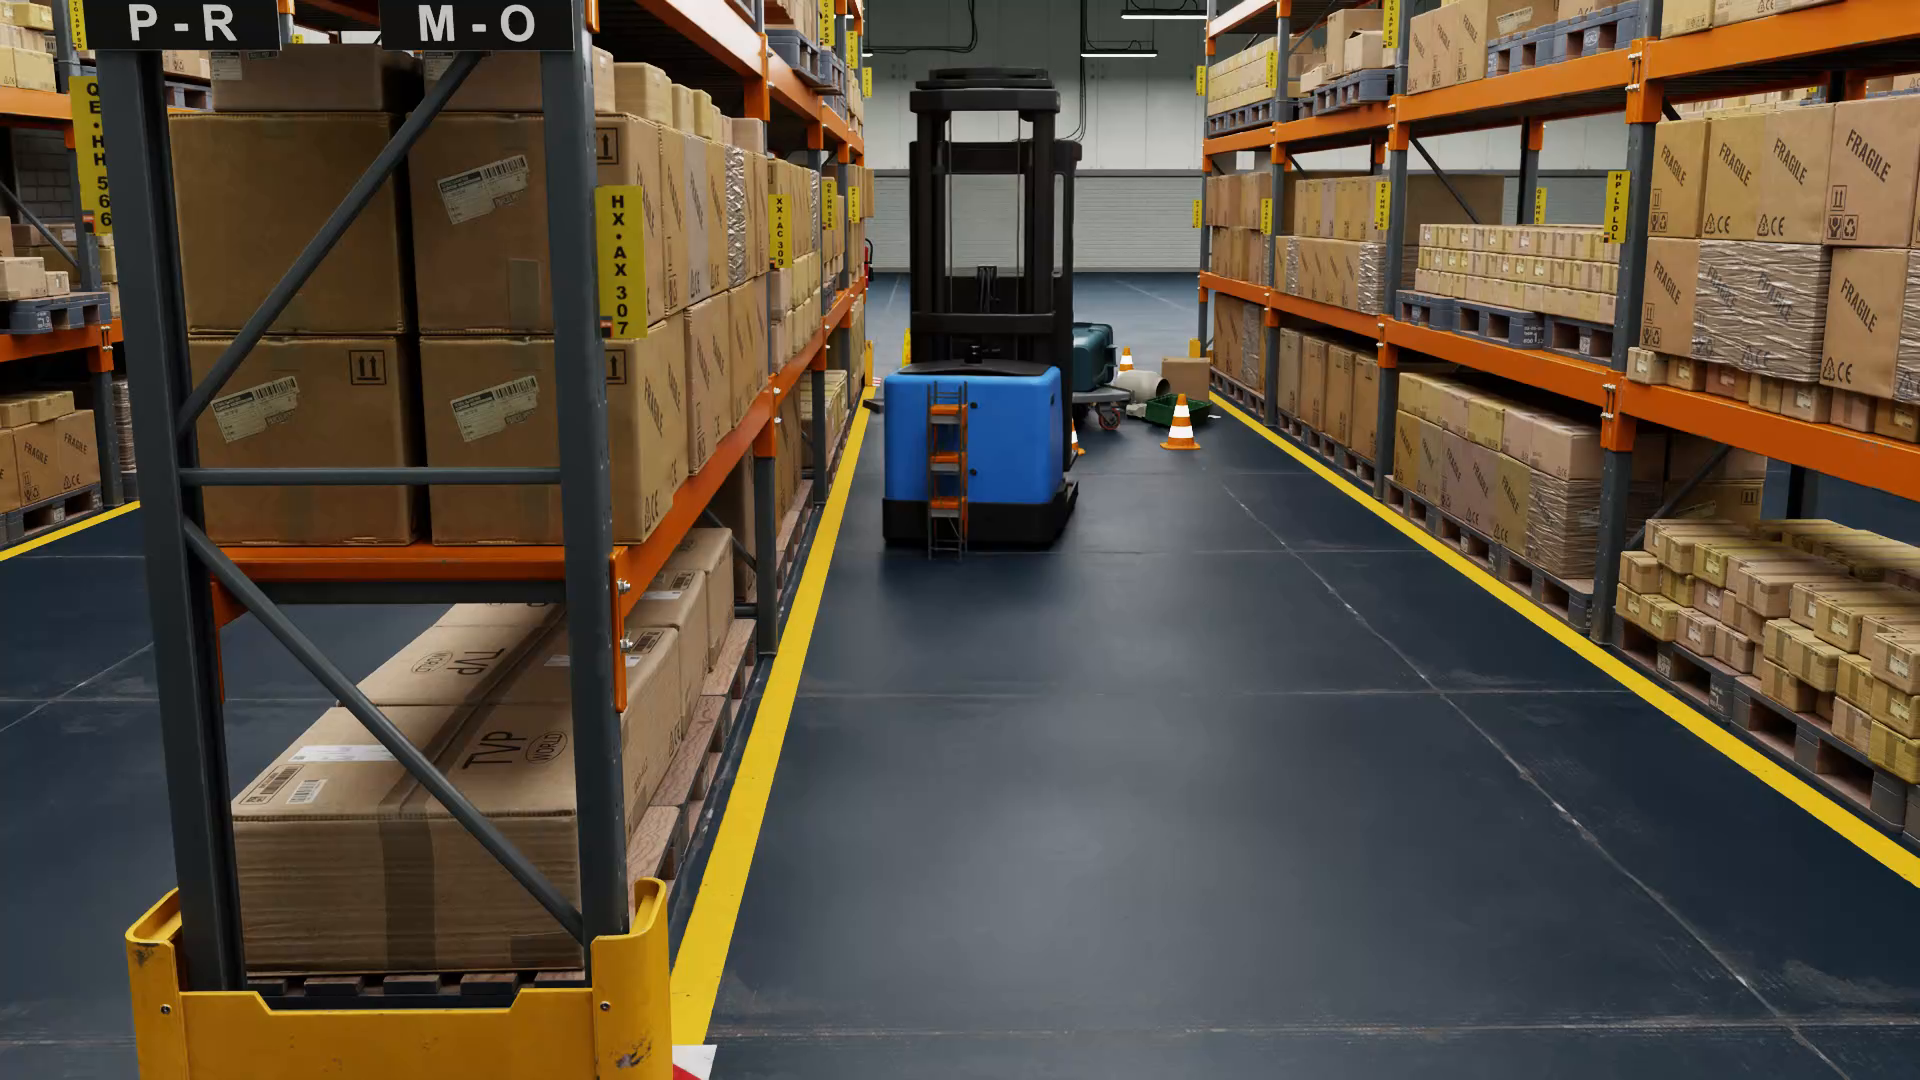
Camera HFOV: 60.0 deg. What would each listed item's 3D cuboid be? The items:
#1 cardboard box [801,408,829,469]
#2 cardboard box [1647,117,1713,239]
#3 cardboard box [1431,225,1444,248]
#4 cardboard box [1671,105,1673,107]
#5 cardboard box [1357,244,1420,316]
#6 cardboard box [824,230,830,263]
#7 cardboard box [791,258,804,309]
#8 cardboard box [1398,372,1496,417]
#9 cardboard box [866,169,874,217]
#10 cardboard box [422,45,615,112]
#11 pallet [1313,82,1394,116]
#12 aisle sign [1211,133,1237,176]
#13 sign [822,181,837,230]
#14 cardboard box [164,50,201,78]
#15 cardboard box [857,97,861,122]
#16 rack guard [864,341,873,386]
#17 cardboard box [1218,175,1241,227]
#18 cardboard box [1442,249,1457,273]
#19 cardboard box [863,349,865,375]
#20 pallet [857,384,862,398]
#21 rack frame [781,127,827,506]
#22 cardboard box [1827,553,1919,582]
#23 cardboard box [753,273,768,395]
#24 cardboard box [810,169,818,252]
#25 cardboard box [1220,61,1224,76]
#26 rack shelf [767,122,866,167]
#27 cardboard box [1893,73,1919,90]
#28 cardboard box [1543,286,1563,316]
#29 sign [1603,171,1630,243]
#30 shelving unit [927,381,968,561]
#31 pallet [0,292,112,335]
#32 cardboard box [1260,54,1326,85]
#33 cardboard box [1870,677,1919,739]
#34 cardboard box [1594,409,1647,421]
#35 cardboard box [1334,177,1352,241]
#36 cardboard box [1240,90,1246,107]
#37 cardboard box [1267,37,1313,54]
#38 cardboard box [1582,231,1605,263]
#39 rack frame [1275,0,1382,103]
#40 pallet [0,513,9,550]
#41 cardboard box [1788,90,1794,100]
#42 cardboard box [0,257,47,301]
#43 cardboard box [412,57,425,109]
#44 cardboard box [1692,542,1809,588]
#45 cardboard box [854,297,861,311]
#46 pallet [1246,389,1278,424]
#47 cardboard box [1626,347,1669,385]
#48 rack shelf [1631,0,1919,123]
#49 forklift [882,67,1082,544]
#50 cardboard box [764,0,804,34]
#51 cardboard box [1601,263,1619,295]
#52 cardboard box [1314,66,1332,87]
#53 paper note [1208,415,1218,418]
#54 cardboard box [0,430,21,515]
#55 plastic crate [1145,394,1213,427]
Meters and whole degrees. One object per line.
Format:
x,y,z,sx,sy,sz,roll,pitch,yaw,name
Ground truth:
-1.452,-0.754,12.284,0.950,0.372,0.625,-1,12,-5,cardboard box
3.345,-1.563,7.204,0.500,0.500,0.500,0,11,0,cardboard box
3.321,-1.992,10.914,0.380,0.149,0.250,-1,11,-3,cardboard box
8.104,-4.789,18.451,0.380,0.149,0.250,0,11,-2,cardboard box
3.219,-1.901,12.136,0.500,0.500,0.500,0,11,-1,cardboard box
-1.246,-2.318,12.385,0.500,0.500,0.500,0,11,2,cardboard box
-1.117,-1.393,8.999,0.500,0.250,0.500,0,11,0,cardboard box
3.269,-0.974,11.161,0.500,0.250,0.500,-1,11,-4,cardboard box
-1.270,-3.696,17.720,0.700,0.500,0.500,0,11,-2,cardboard box
-1.015,-1.062,3.852,0.380,0.149,0.250,0,11,0,cardboard box
3.405,-3.492,13.156,1.003,0.211,1.213,0,11,1,pallet
3.030,-4.641,19.353,0.394,0.787,0.004,0,11,-1,aisle sign
-0.895,-2.294,11.410,0.100,0.325,0.005,0,11,-1,sign
-6.205,-3.824,12.758,0.500,0.500,0.500,0,11,0,cardboard box
-1.310,-4.552,17.539,0.500,0.250,0.500,0,11,0,cardboard box
-1.614,-2.074,19.523,1.175,0.500,0.348,0,11,-1,rack guard
3.280,-3.662,17.973,0.875,0.550,0.550,0,11,-1,cardboard box
3.323,-1.789,10.659,0.380,0.149,0.250,-1,11,-3,cardboard box
-1.329,-2.008,18.771,0.500,0.250,0.500,0,11,-1,cardboard box
-1.632,-1.770,18.755,1.003,0.211,1.213,0,11,-1,pallet
-1.450,-1.724,11.511,1.000,3.000,0.127,0,11,-1,rack frame
3.832,0.153,6.881,0.380,0.149,0.250,0,11,1,cardboard box
-1.102,-0.886,7.132,0.500,0.500,0.500,0,11,-1,cardboard box
-1.159,-2.059,10.397,0.500,0.500,0.500,0,11,0,cardboard box
3.035,-5.128,18.067,0.380,0.149,0.250,0,11,-1,cardboard box
-1.574,-4.034,17.163,1.077,0.370,4.000,0,11,-1,rack shelf
8.306,-4.005,13.895,0.797,0.503,0.637,0,11,1,cardboard box
3.360,-1.281,8.903,0.380,0.149,0.250,-1,11,-4,cardboard box
3.025,-1.533,7.661,0.100,0.325,0.005,0,11,-1,sign
-0.073,-0.415,9.962,0.215,1.050,0.252,2,12,8,shelving unit
-6.328,-1.474,10.763,1.213,0.211,1.003,0,11,-1,pallet
3.148,-4.453,15.742,0.500,0.250,0.500,0,11,-2,cardboard box
3.330,0.562,5.611,0.380,0.149,0.250,0,11,0,cardboard box
3.815,-0.571,9.174,0.500,0.250,0.500,0,11,0,cardboard box
3.462,-2.696,13.539,0.700,0.500,0.500,0,11,-2,cardboard box
3.059,-4.485,16.903,0.380,0.149,0.250,0,11,-2,cardboard box
3.088,-4.623,15.577,0.380,0.149,0.250,0,11,-2,cardboard box
3.370,-1.476,8.367,0.380,0.149,0.250,-1,11,-3,cardboard box
3.414,-5.499,15.033,1.000,3.000,0.127,0,11,-1,rack frame
-6.412,0.055,9.759,1.003,0.211,1.213,0,11,-1,pallet
8.166,-4.268,15.884,0.380,0.149,0.250,0,11,-1,cardboard box
-6.067,-1.626,10.352,0.500,0.250,0.500,-1,11,-4,cardboard box
-1.521,-1.111,4.094,0.380,0.149,0.250,0,11,0,cardboard box
3.381,0.105,7.113,0.380,0.149,0.250,0,11,-2,cardboard box
-1.257,-2.524,17.799,0.380,0.149,0.250,0,11,1,cardboard box
3.477,-1.344,16.653,1.003,0.211,1.213,0,11,-1,pallet
3.258,-0.788,7.531,0.380,0.149,0.250,0,11,1,cardboard box
3.621,-1.689,5.604,1.077,0.370,4.000,0,11,-1,rack shelf
0.245,-1.658,11.359,1.130,2.935,3.031,2,12,8,forklift
-1.055,-2.903,9.062,0.396,0.266,0.258,1,11,4,cardboard box
3.374,-1.276,8.130,0.380,0.149,0.250,0,11,1,cardboard box
3.183,-3.881,13.926,0.380,0.149,0.250,0,11,-1,cardboard box
2.495,-1.234,16.565,0.147,0.020,0.142,-10,15,-40,paper note
-6.175,-0.396,10.200,0.500,0.500,0.500,0,11,1,cardboard box
2.101,-1.238,16.047,0.450,0.188,0.662,17,18,26,plastic crate
